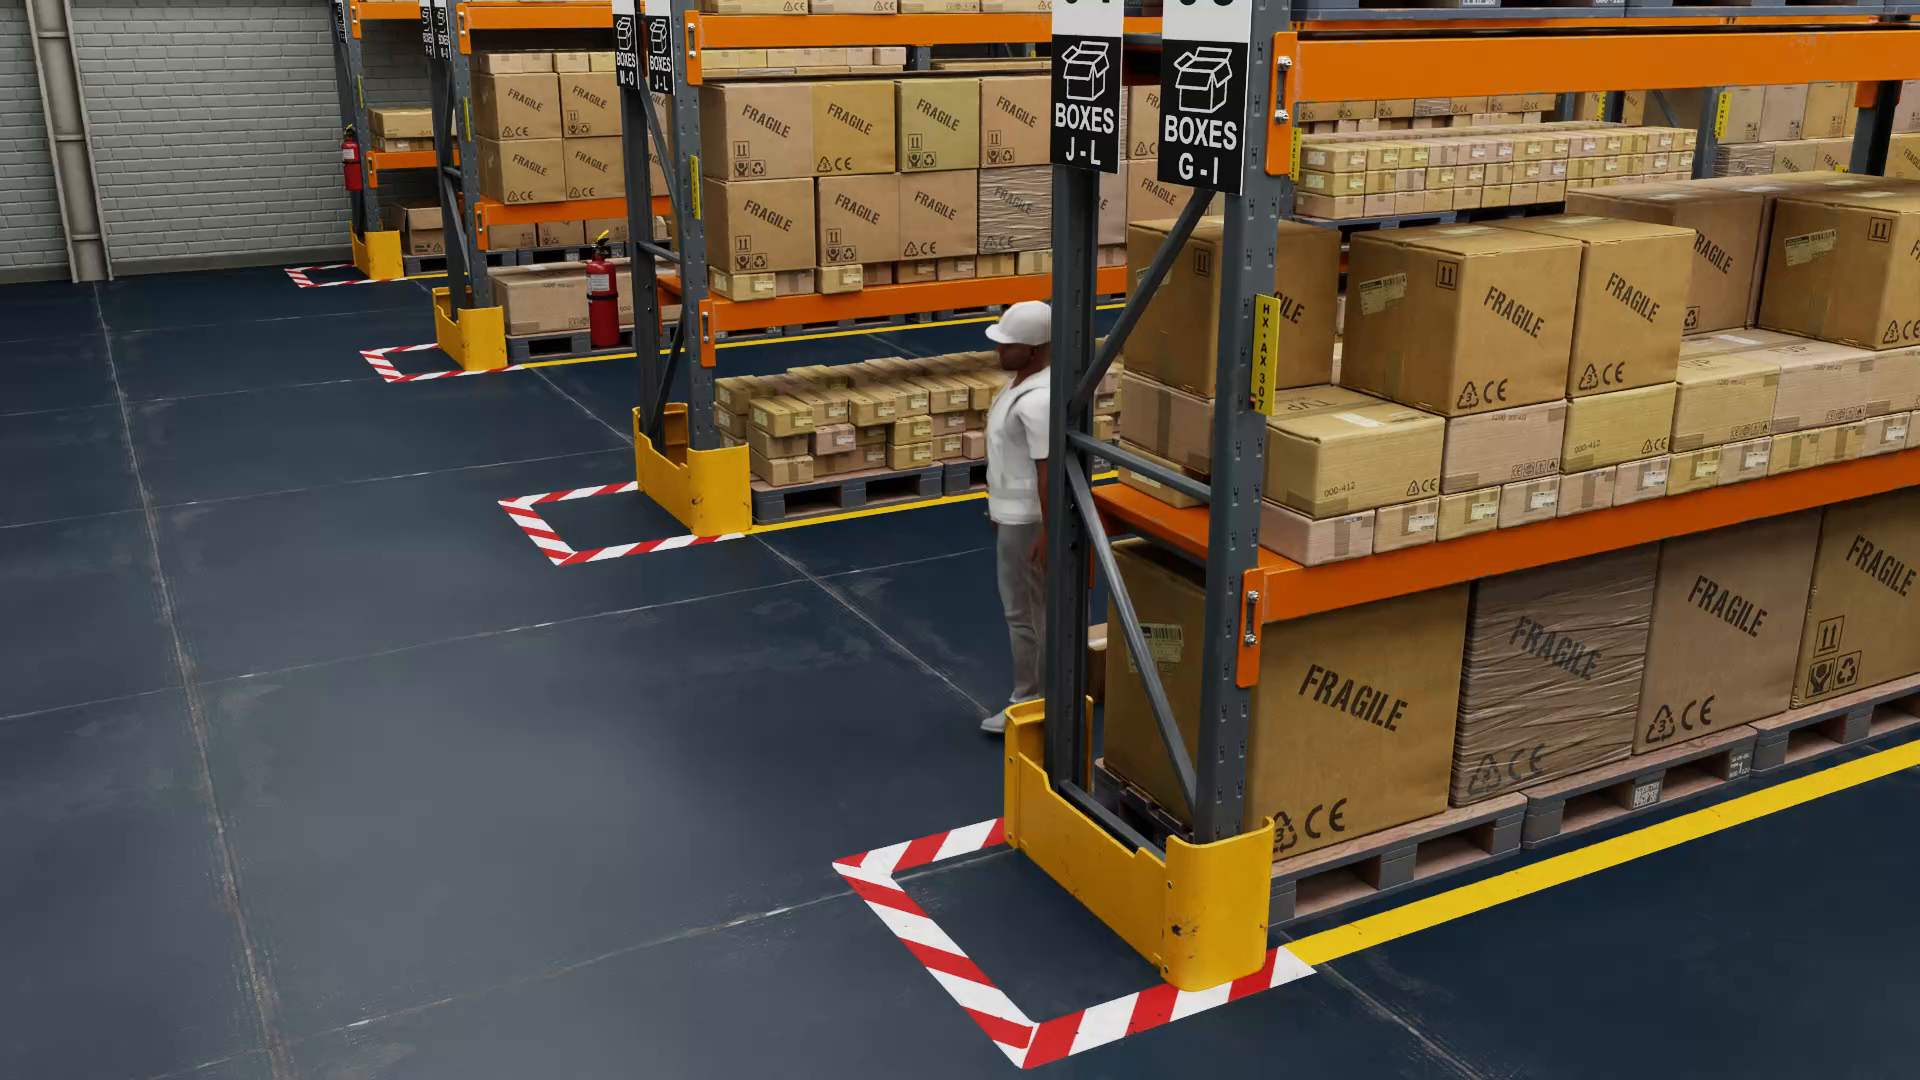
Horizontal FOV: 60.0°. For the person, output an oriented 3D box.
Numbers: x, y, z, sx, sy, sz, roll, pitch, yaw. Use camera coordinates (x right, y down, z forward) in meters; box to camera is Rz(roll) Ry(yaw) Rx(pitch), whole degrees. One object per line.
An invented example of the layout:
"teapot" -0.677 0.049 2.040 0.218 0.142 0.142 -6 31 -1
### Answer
"person" 0.313 -0.119 6.861 0.451 1.758 0.703 1 18 4
